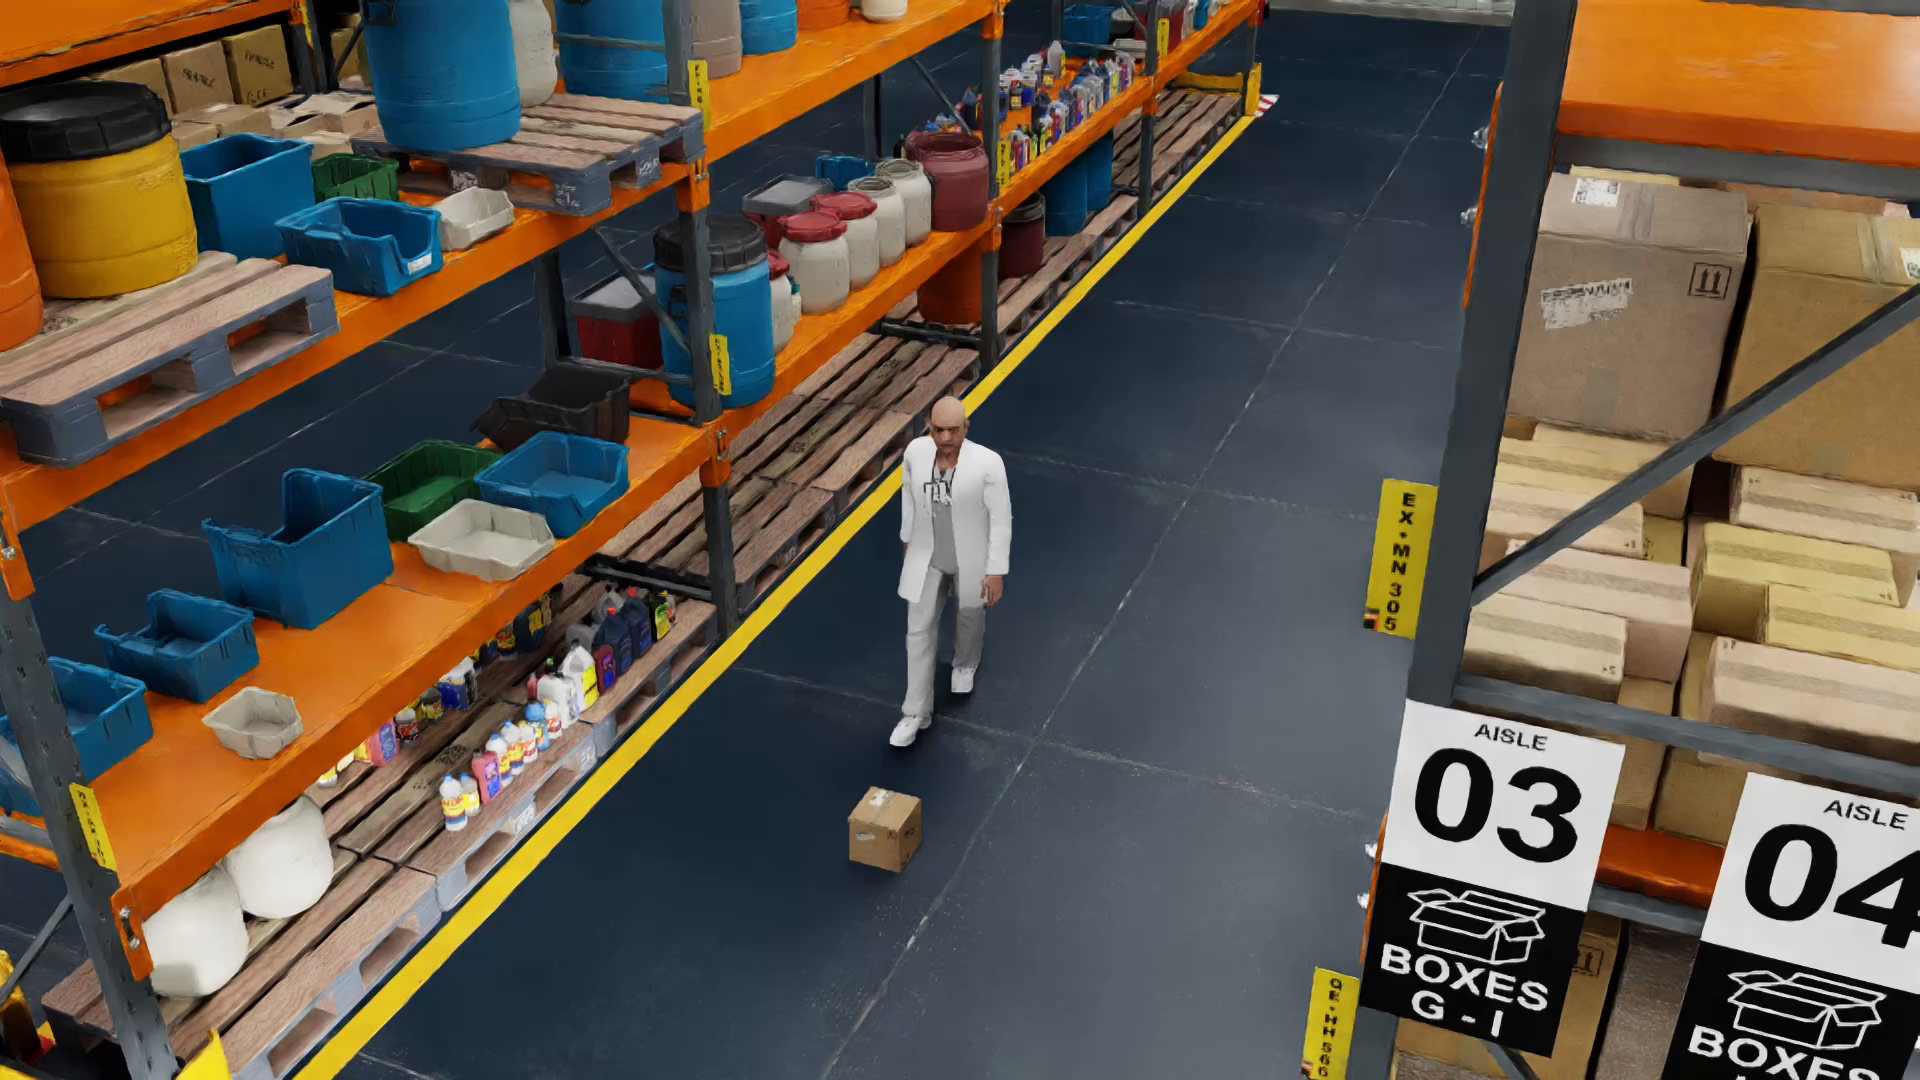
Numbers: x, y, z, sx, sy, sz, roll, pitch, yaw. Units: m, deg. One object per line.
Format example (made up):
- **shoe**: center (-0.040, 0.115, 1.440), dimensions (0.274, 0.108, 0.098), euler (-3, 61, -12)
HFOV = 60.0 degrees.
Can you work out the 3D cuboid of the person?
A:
- **person**: center (-0.052, 0.119, 8.188), dimensions (0.610, 1.737, 0.948), euler (6, 30, 11)
